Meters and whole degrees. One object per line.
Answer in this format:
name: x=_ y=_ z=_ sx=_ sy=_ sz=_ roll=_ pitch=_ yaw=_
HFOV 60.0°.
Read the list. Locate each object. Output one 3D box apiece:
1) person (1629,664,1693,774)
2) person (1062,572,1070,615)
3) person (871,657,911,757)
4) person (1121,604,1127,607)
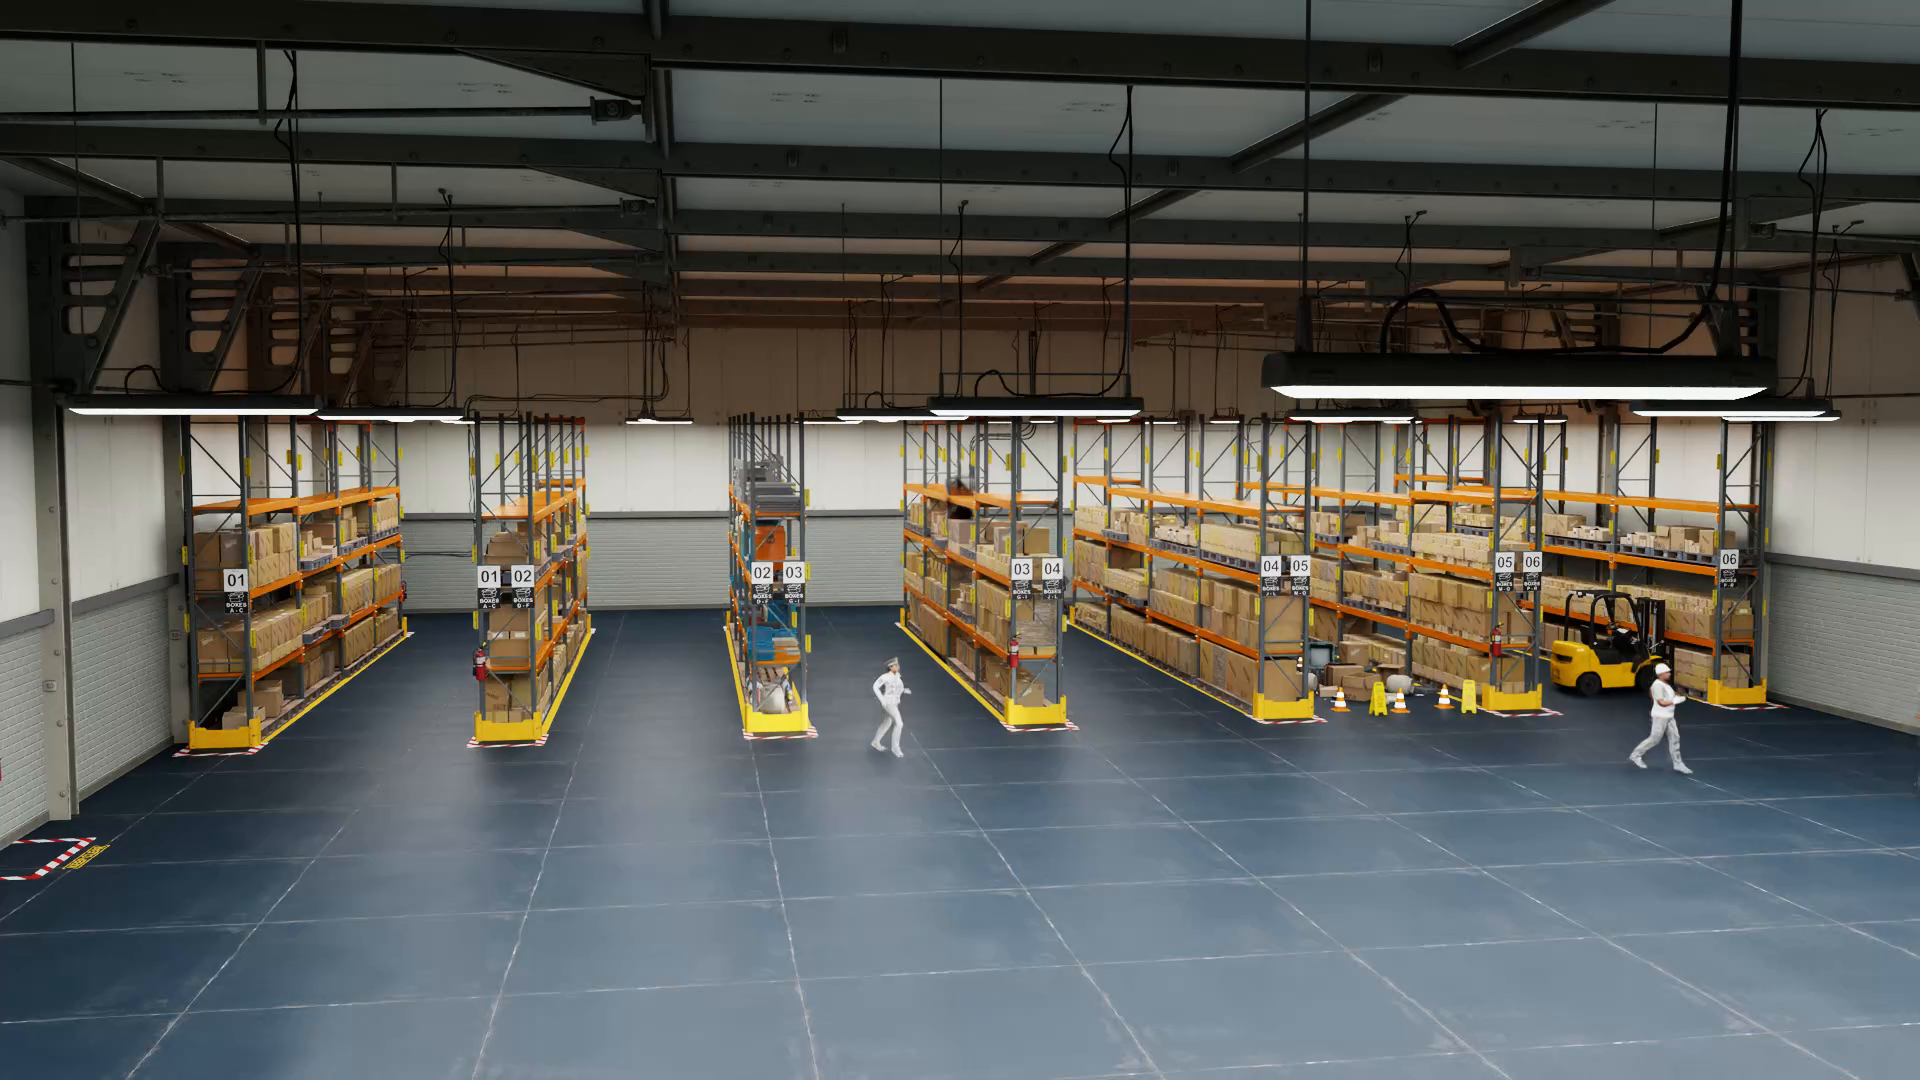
person: x=11.601 y=2.932 z=27.459 sx=0.972 sy=1.784 sz=0.678 roll=3 pitch=5 yaw=36
person: x=2.962 y=1.504 z=49.748 sx=0.995 sy=1.670 sz=0.741 roll=-1 pitch=4 yaw=-13
person: x=-1.223 y=2.903 z=29.066 sx=0.759 sy=1.750 sz=0.606 roll=2 pitch=4 yaw=23
person: x=4.950 y=1.522 z=49.126 sx=0.767 sy=1.724 sz=0.712 roll=4 pitch=5 yaw=44
